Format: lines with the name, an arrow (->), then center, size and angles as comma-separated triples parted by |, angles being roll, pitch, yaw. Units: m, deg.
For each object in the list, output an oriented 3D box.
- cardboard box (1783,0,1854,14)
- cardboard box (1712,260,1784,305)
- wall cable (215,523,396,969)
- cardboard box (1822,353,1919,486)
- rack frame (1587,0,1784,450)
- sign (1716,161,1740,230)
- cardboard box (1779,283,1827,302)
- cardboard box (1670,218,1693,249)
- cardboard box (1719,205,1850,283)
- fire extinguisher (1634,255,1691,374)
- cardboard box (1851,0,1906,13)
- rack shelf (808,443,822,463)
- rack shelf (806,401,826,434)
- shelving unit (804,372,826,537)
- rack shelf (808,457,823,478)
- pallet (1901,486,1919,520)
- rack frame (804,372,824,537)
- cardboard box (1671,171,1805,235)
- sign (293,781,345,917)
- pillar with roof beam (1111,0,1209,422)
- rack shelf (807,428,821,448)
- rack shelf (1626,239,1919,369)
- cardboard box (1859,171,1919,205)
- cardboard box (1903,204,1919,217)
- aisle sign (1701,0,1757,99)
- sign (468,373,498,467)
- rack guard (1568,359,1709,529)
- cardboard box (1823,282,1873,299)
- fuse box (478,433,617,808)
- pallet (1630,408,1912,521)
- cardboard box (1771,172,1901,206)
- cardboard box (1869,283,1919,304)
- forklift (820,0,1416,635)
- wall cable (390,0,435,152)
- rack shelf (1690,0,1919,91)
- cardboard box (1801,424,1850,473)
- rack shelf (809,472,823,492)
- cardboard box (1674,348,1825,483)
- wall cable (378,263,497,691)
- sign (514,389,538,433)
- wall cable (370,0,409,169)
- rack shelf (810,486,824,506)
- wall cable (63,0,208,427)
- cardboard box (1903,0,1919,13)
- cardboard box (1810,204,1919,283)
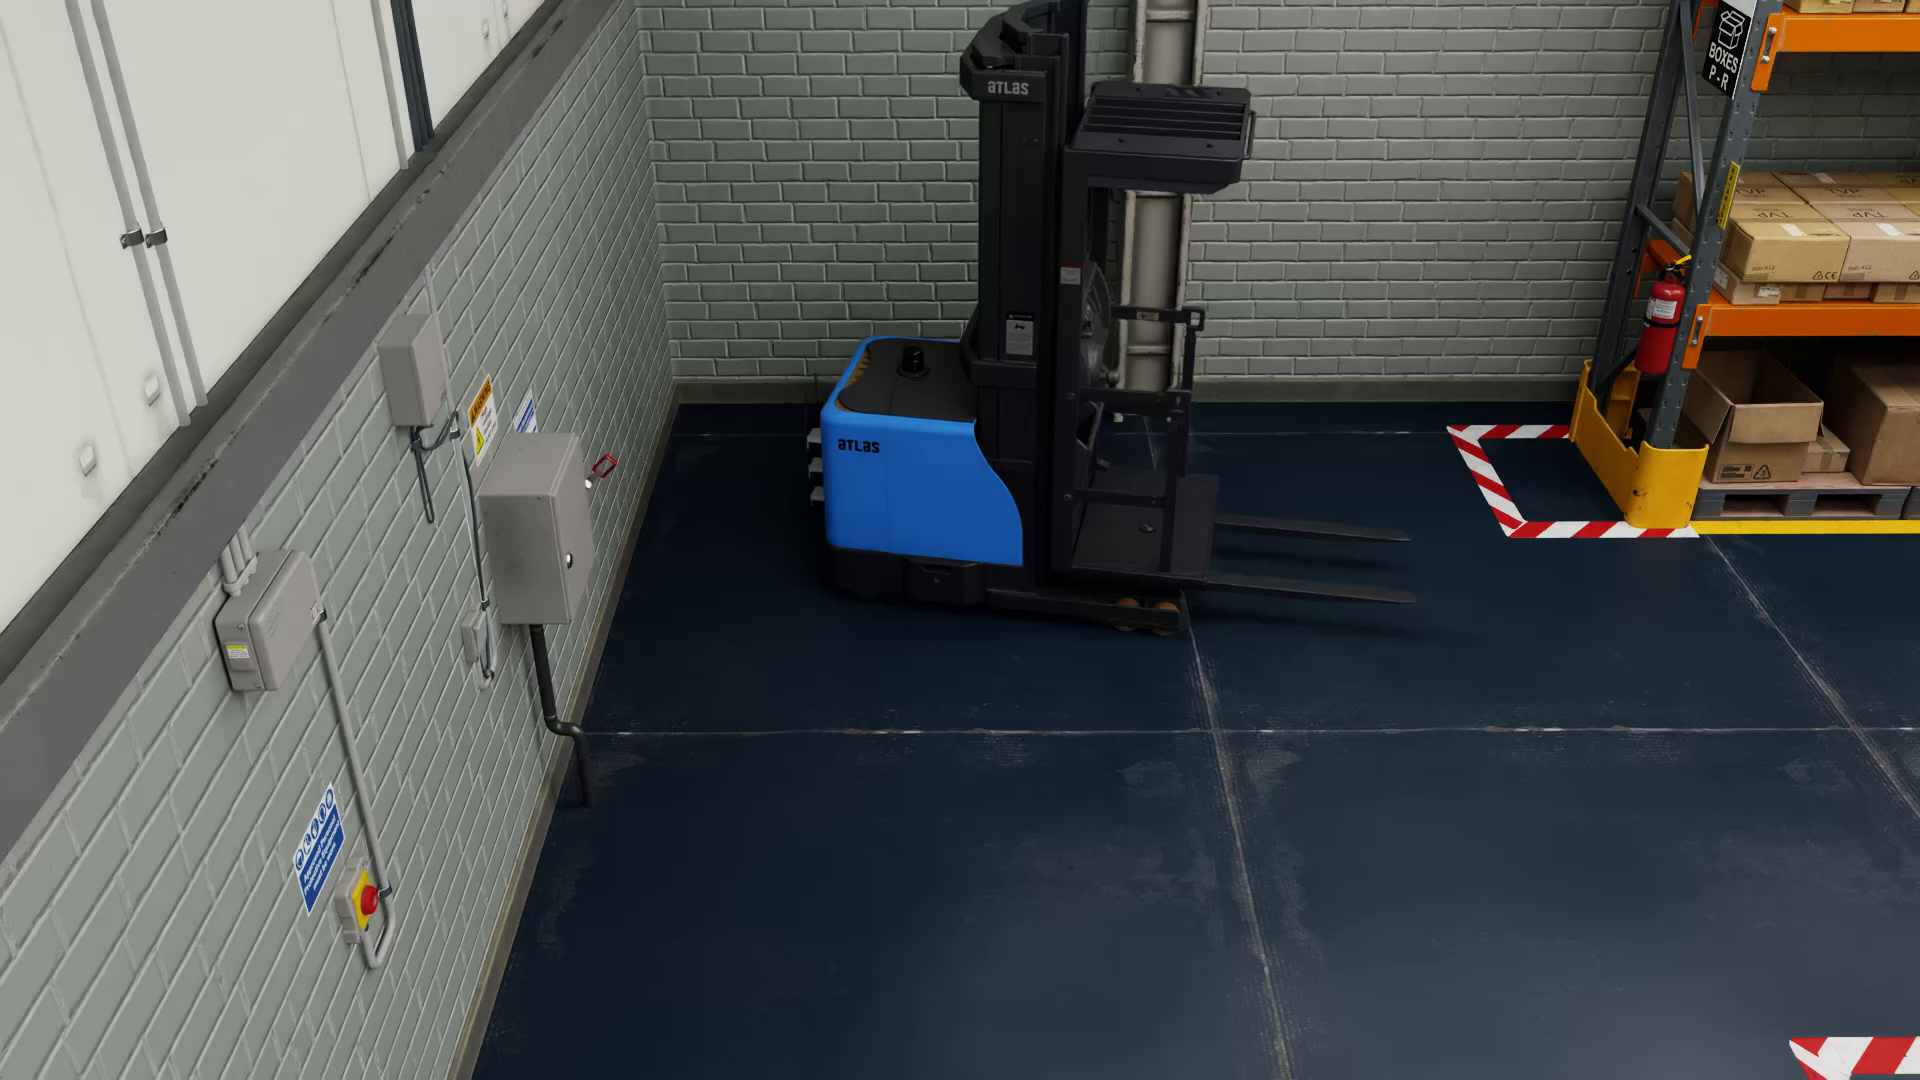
cardboard box -> 4.188, -2.704, 8.165 | 0.250, 0.149, 0.380 | 0, 31, 1
cardboard box -> 4.198, -1.400, 8.908 | 0.250, 0.149, 0.380 | 0, 31, -1
wall cable -> -1.737, 0.508, 4.511 | 0.123, 1.953, 0.585 | 0, 31, 0
cardboard box -> 5.335, -0.695, 9.508 | 0.500, 0.500, 0.700 | 1, 31, 2
rack frame -> 3.868, -1.649, 9.075 | 0.127, 3.000, 1.000 | 0, 31, 0
sign -> 3.871, -1.737, 8.387 | 0.005, 0.325, 0.100 | 0, 31, 0
cardboard box -> 4.452, -1.425, 8.949 | 0.250, 0.149, 0.380 | 1, 31, 1
cardboard box -> 4.198, -1.681, 9.372 | 0.250, 0.149, 0.380 | -1, 31, -1
cardboard box -> 4.323, -1.573, 8.809 | 0.500, 0.250, 0.500 | 0, 31, 0
fire extinguisher -> 3.723, -1.216, 8.796 | 0.183, 0.674, 0.296 | 0, 31, 0
cardboard box -> 4.450, -2.718, 8.189 | 0.250, 0.149, 0.380 | 0, 31, 1
rack shelf -> -0.704, -0.504, 9.104 | 0.200, 0.077, 0.258 | 6, 32, 9
rack shelf -> -0.704, -0.658, 9.010 | 0.200, 0.077, 0.258 | 6, 32, 9
shelving unit -> -0.704, -0.455, 9.133 | 0.210, 0.900, 0.258 | 6, 32, 9
rack shelf -> -0.704, -0.427, 9.150 | 0.200, 0.077, 0.258 | 6, 32, 9
pallet -> 5.958, -0.462, 9.808 | 1.213, 0.211, 1.003 | 0, 31, 0
rack frame -> -0.803, -0.465, 9.149 | 0.006, 0.900, 0.240 | 6, 32, 9
cardboard box -> 4.326, -1.851, 9.266 | 0.500, 0.250, 0.500 | 1, 31, 1
sign -> -1.798, 0.866, 4.671 | 0.001, 0.218, 0.327 | 0, 31, 0
pillar with roof beam -> 1.192, -2.439, 4.595 | 0.400, 9.000, 9.100 | 0, 31, 0
rack shelf -> -0.704, -0.581, 9.057 | 0.200, 0.077, 0.258 | 6, 32, 9
rack shelf -> 5.868, -1.347, 9.272 | 4.000, 0.370, 1.077 | 0, 31, 0
cardboard box -> 5.337, -1.851, 9.267 | 0.500, 0.250, 0.500 | 1, 31, 1
cardboard box -> 5.334, -1.578, 8.817 | 0.500, 0.250, 0.500 | -1, 31, -1
aisle sign -> 3.801, -2.607, 8.150 | 0.004, 0.787, 0.394 | 0, 31, 0
sign -> -1.811, -0.458, 6.317 | 0.001, 0.242, 0.339 | 0, 31, 0
rack guard -> 3.944, -0.580, 9.724 | 0.348, 0.500, 1.175 | 0, 31, 0
cardboard box -> 4.715, -1.444, 8.980 | 0.250, 0.149, 0.380 | -1, 31, -1
fuse box -> -1.604, 0.417, 6.914 | 0.414, 1.711, 0.539 | 0, 31, 0
pallet -> 4.741, -0.459, 9.804 | 1.213, 0.211, 1.003 | 0, 31, 0
cardboard box -> 4.842, -1.852, 9.268 | 0.500, 0.250, 0.500 | 0, 31, 0
cardboard box -> 4.968, -1.413, 8.929 | 0.250, 0.149, 0.380 | 1, 31, 1
forklift -> 0.856, -1.070, 8.188 | 3.031, 2.935, 1.130 | 6, 32, 9
wall cable -> -1.766, -3.326, 6.021 | 0.133, 3.039, 2.988 | 0, 31, 0
rack shelf -> 5.868, -2.630, 8.494 | 4.000, 0.370, 1.077 | 0, 31, 0
cardboard box -> 4.905, -0.543, 9.597 | 0.250, 0.149, 0.380 | -1, 31, -2
rack shelf -> -0.704, -0.350, 9.197 | 0.200, 0.077, 0.258 | 6, 32, 9
cardboard box -> 4.480, -0.714, 9.536 | 0.637, 0.503, 0.797 | -1, 31, -2
wall cable -> -1.757, -0.214, 5.732 | 0.122, 1.984, 0.588 | 0, 31, 0
sign -> -1.814, -0.349, 7.025 | 0.001, 0.494, 0.329 | 0, 31, 0
wall cable -> -1.787, -1.865, 3.648 | 0.029, 3.000, 2.355 | 0, 31, 0
rack shelf -> -0.704, -0.273, 9.244 | 0.200, 0.077, 0.258 | 6, 32, 9
wall cable -> -1.785, -1.475, 3.005 | 0.029, 3.000, 0.463 | 0, 31, 0
cardboard box -> 4.707, -2.710, 8.176 | 0.250, 0.149, 0.380 | 0, 31, 0
cardboard box -> 4.827, -1.575, 8.812 | 0.500, 0.250, 0.500 | 0, 31, 0
